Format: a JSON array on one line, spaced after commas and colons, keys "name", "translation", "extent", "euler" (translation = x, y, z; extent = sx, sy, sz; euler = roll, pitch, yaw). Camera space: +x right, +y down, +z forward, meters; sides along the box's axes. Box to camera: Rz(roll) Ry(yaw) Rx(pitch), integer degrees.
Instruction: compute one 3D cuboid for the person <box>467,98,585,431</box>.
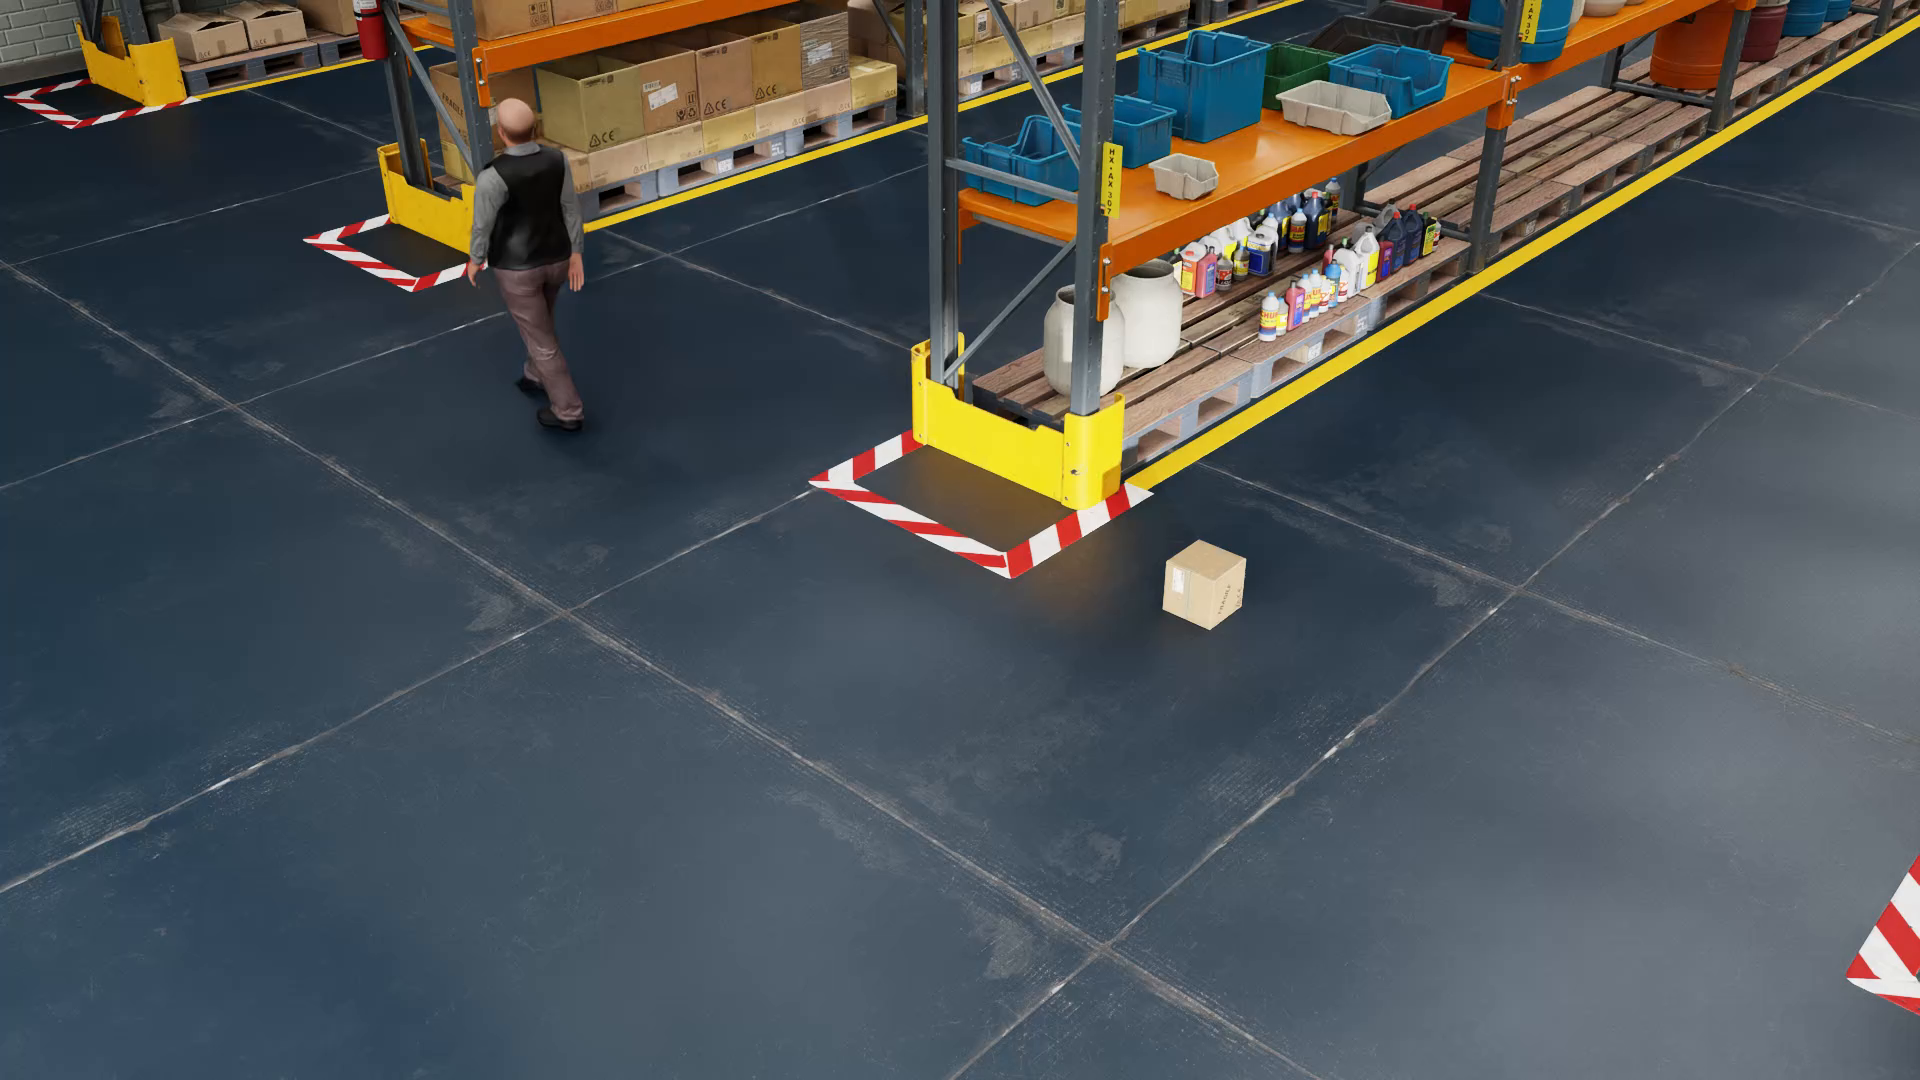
[{"name": "person", "translation": [-2.253, -1.415, 8.508], "extent": [0.801, 1.737, 0.541], "euler": [23, 38, 33]}]
